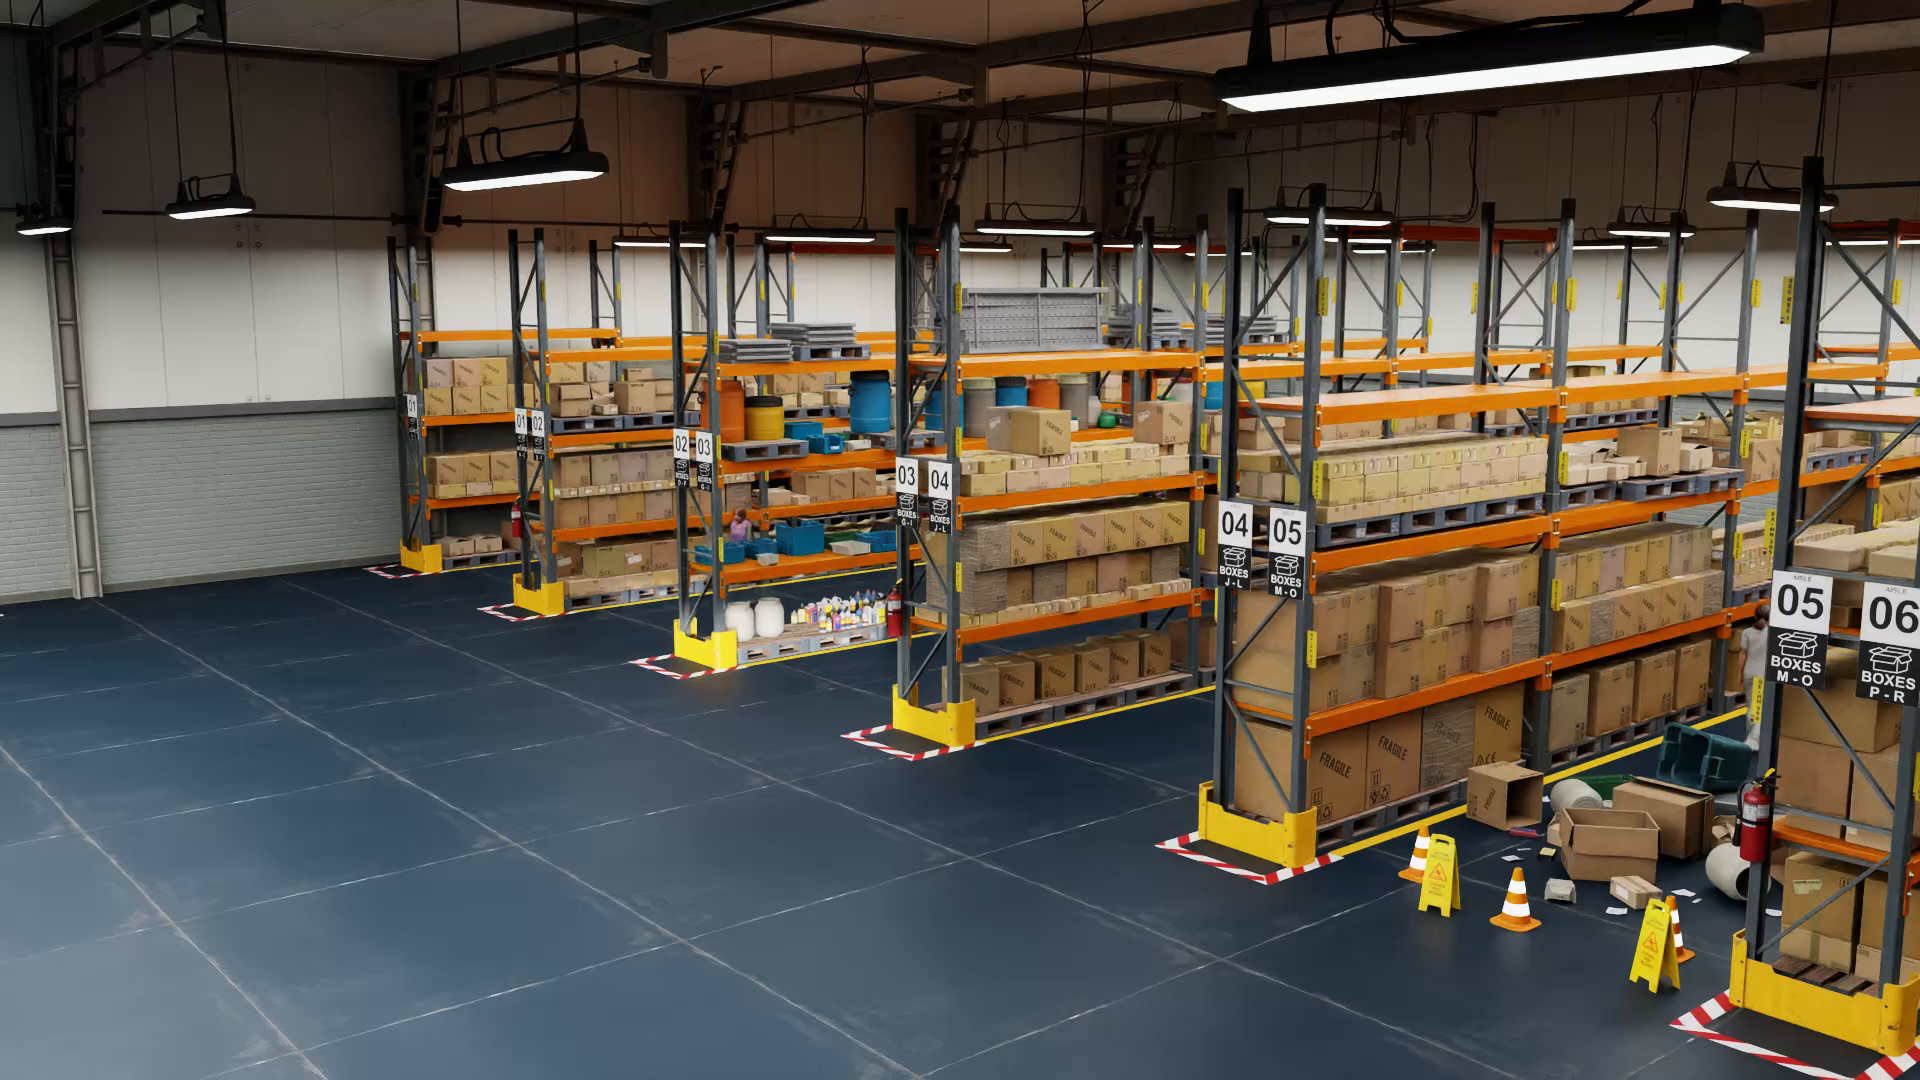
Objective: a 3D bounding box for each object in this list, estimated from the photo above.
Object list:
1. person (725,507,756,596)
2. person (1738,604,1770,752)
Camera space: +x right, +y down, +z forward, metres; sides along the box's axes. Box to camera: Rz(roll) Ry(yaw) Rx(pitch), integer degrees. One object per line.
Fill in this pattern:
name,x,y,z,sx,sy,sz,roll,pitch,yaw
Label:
person,-3.539,0.168,26.566,0.448,1.386,1.055,2,9,12
person,8.847,1.536,18.397,0.534,1.669,0.495,-7,11,-39
